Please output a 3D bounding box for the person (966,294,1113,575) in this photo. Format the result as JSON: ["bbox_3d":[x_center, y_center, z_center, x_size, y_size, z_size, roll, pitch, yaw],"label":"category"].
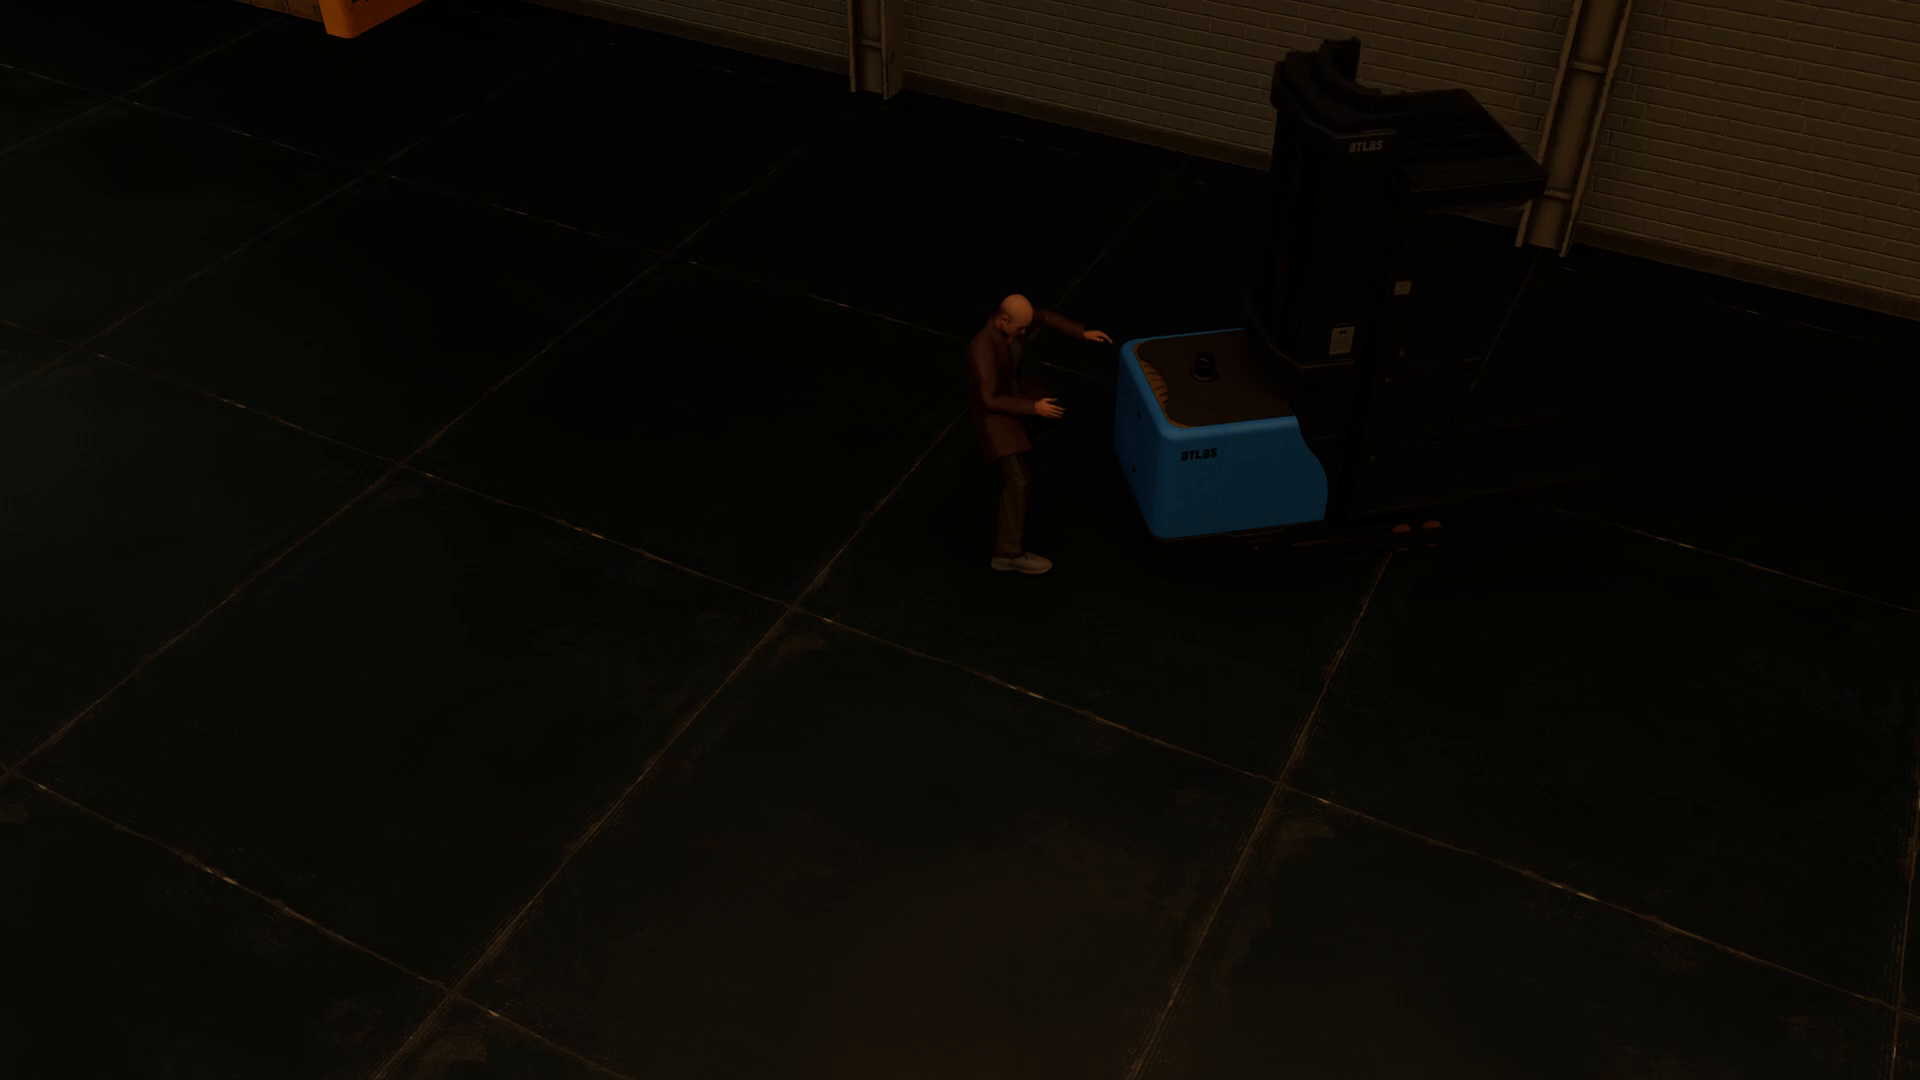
[{"bbox_3d":[0.439,-0.815,10.026,0.767,1.549,1.343,17,43,19],"label":"person"}]

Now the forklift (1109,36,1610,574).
[{"bbox_3d":[2.519,-1.383,9.628,3.031,2.935,1.130,-7,41,-8],"label":"forklift"}]
